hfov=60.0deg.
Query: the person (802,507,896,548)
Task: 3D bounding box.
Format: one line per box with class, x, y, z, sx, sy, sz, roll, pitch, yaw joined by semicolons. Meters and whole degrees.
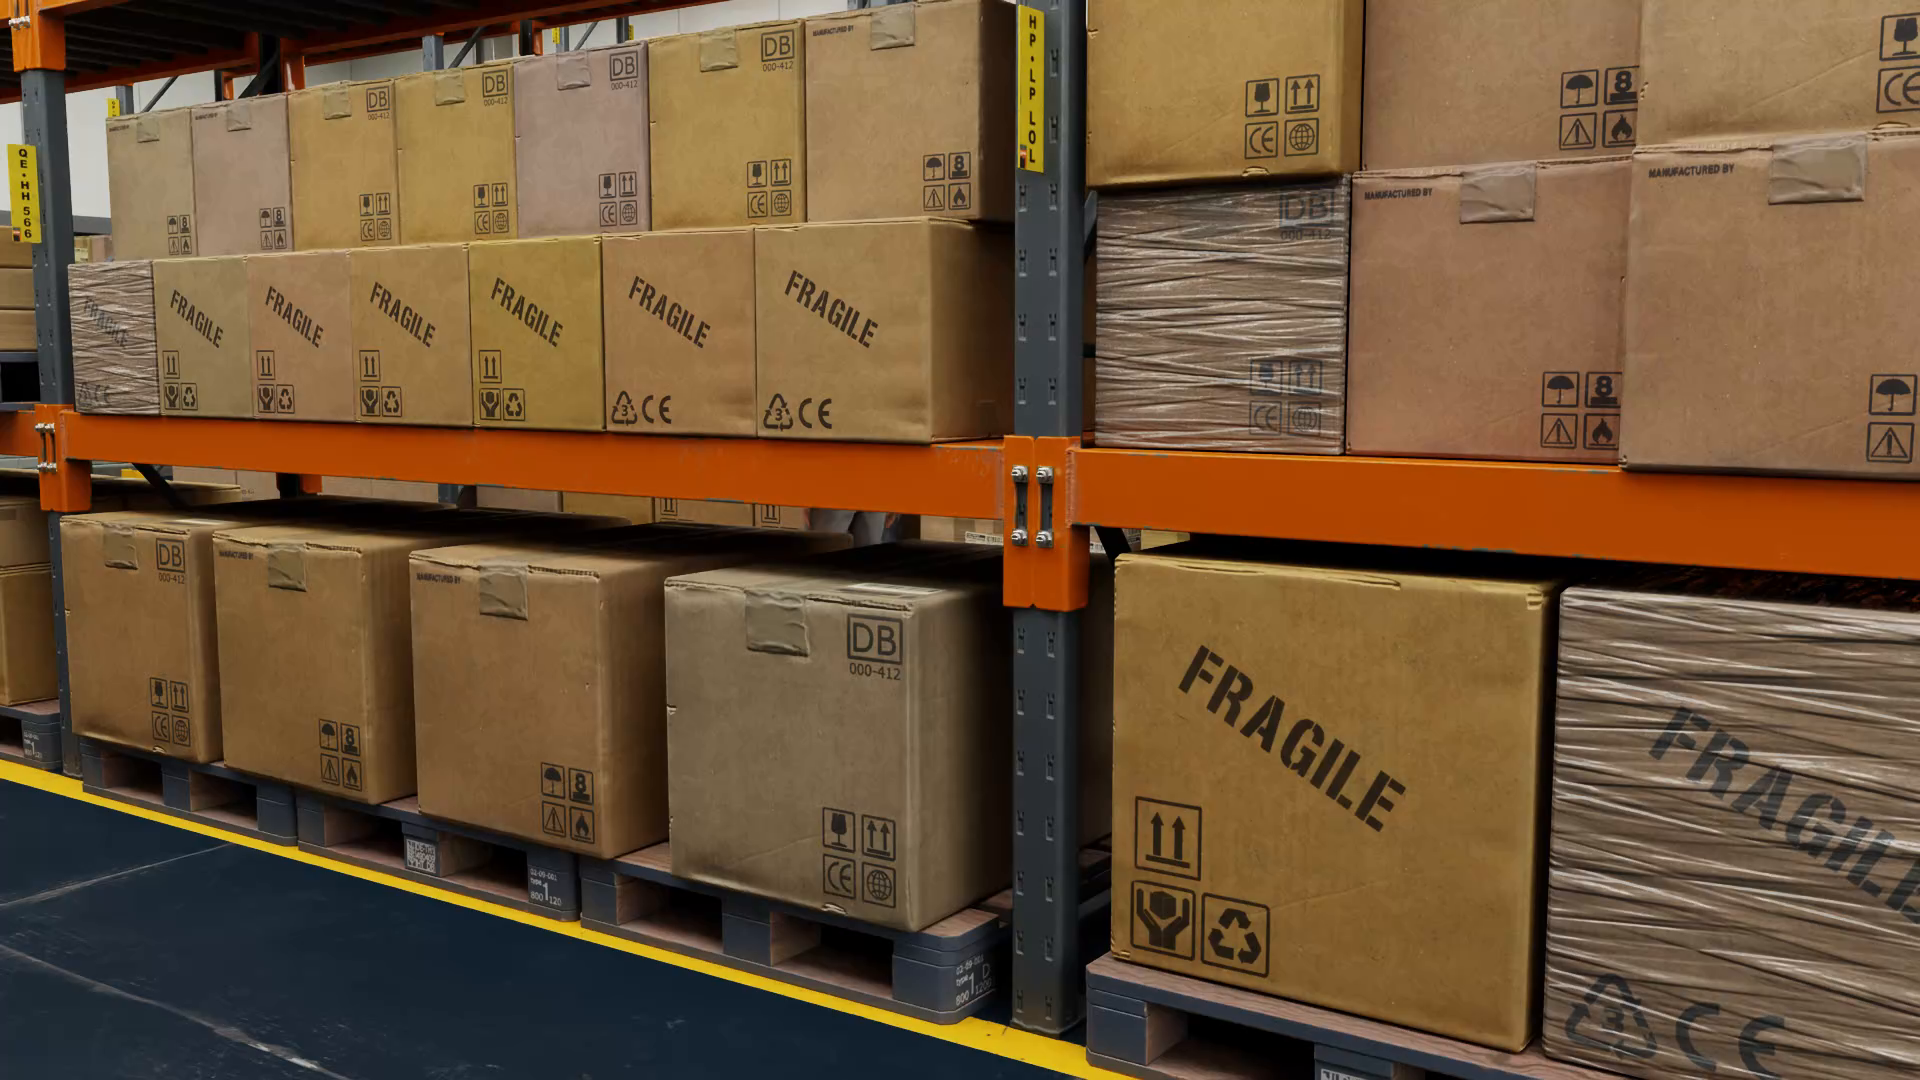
person;-0.485;-0.185;7.547;0.481;1.664;0.701;-3;7;-27
